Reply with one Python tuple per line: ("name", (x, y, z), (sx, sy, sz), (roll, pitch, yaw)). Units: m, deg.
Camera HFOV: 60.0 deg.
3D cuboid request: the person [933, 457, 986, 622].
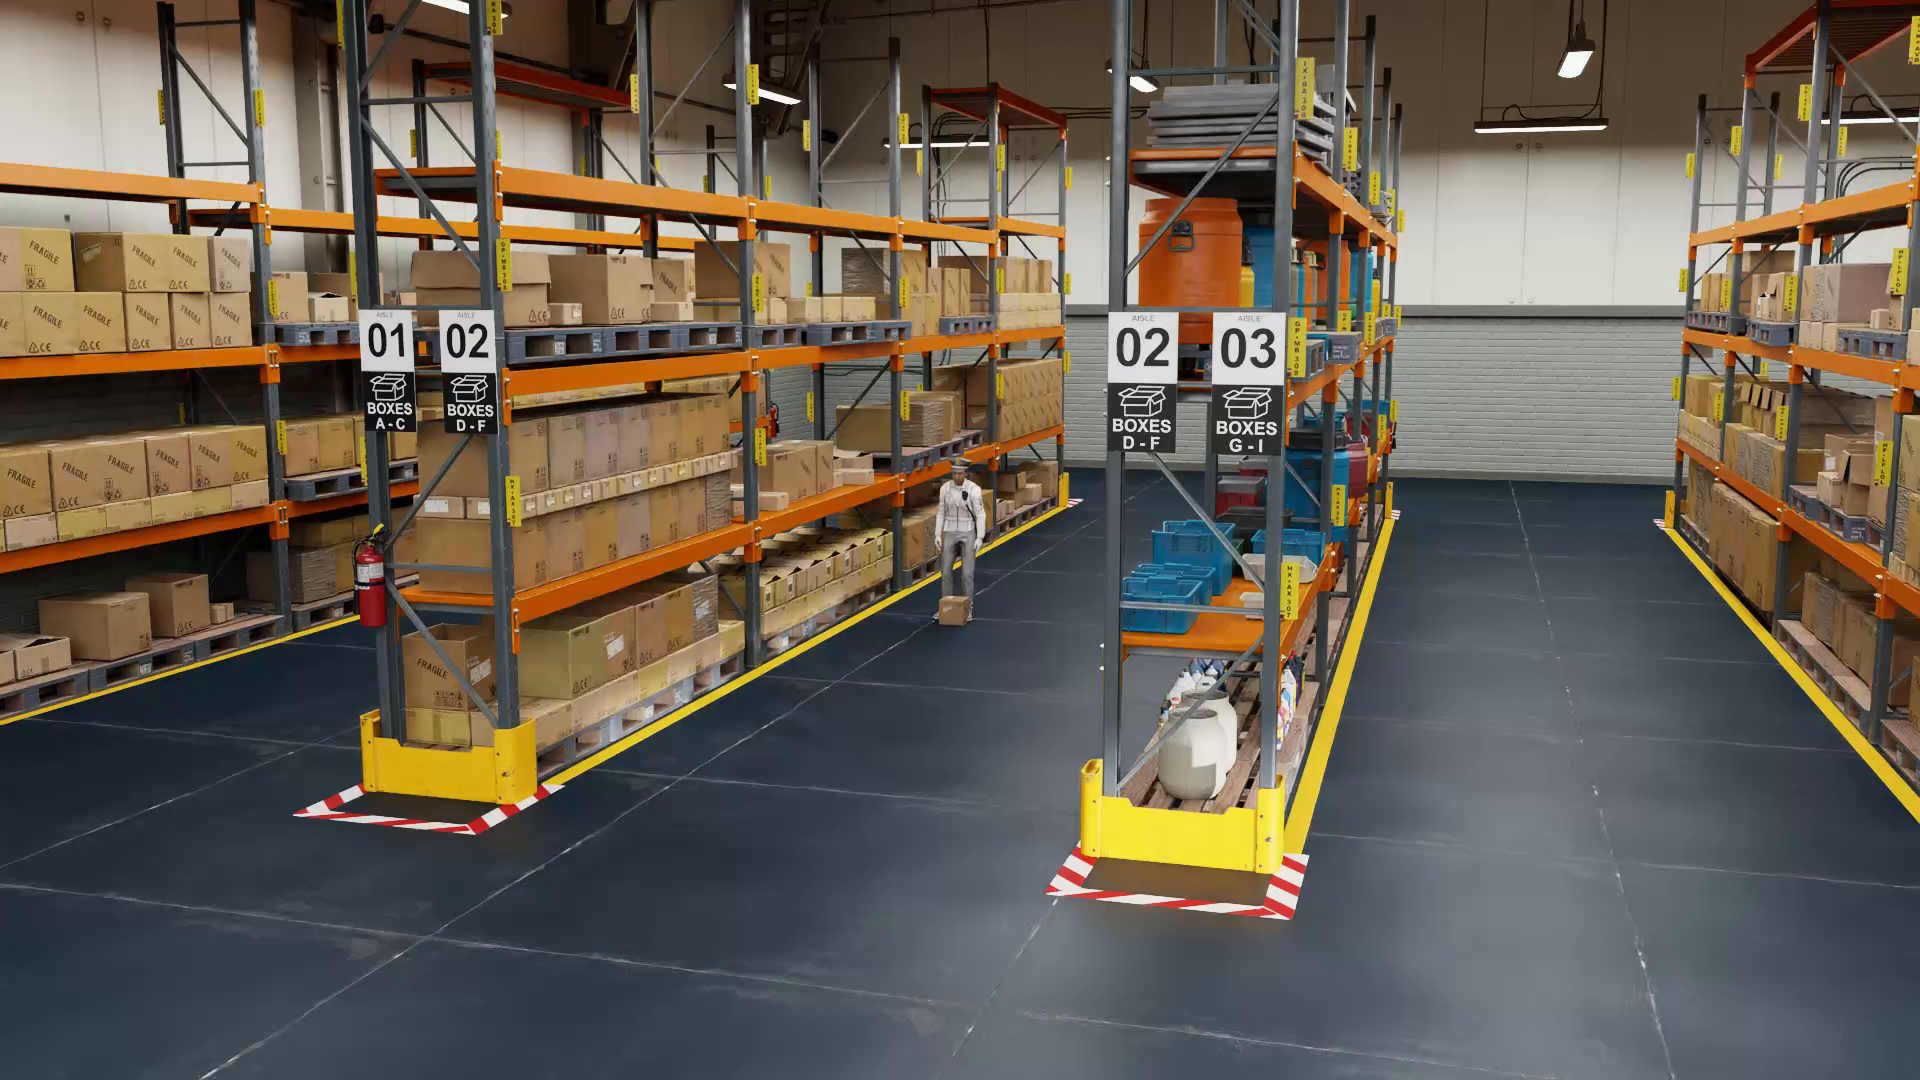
("person", (-0.009, -0.016, 16.937), (0.527, 1.663, 0.409), (2, 9, 16))
